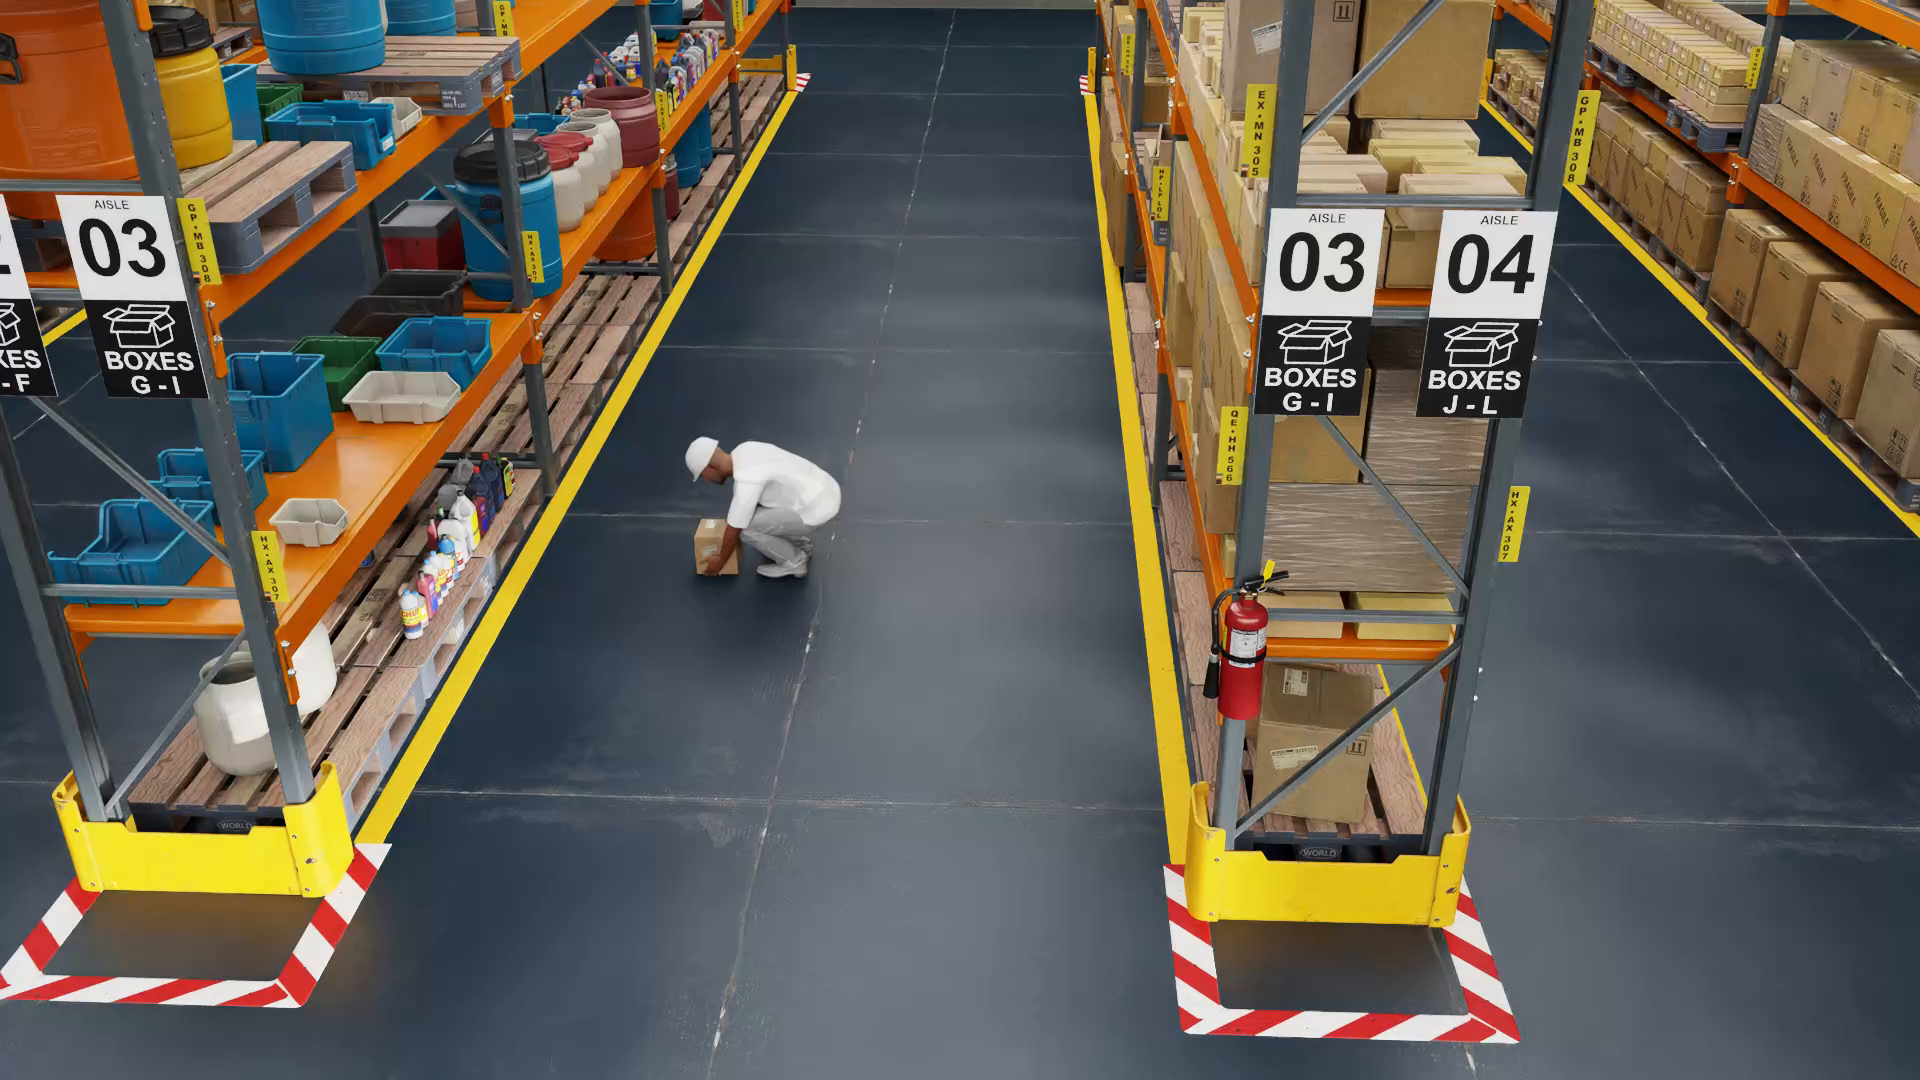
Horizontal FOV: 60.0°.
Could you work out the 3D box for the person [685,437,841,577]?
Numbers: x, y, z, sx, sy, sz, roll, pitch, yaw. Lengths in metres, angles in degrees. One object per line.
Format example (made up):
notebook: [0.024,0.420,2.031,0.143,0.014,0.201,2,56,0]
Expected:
person: [-1.169,-0.207,9.970,0.893,0.898,0.556,1,28,2]
